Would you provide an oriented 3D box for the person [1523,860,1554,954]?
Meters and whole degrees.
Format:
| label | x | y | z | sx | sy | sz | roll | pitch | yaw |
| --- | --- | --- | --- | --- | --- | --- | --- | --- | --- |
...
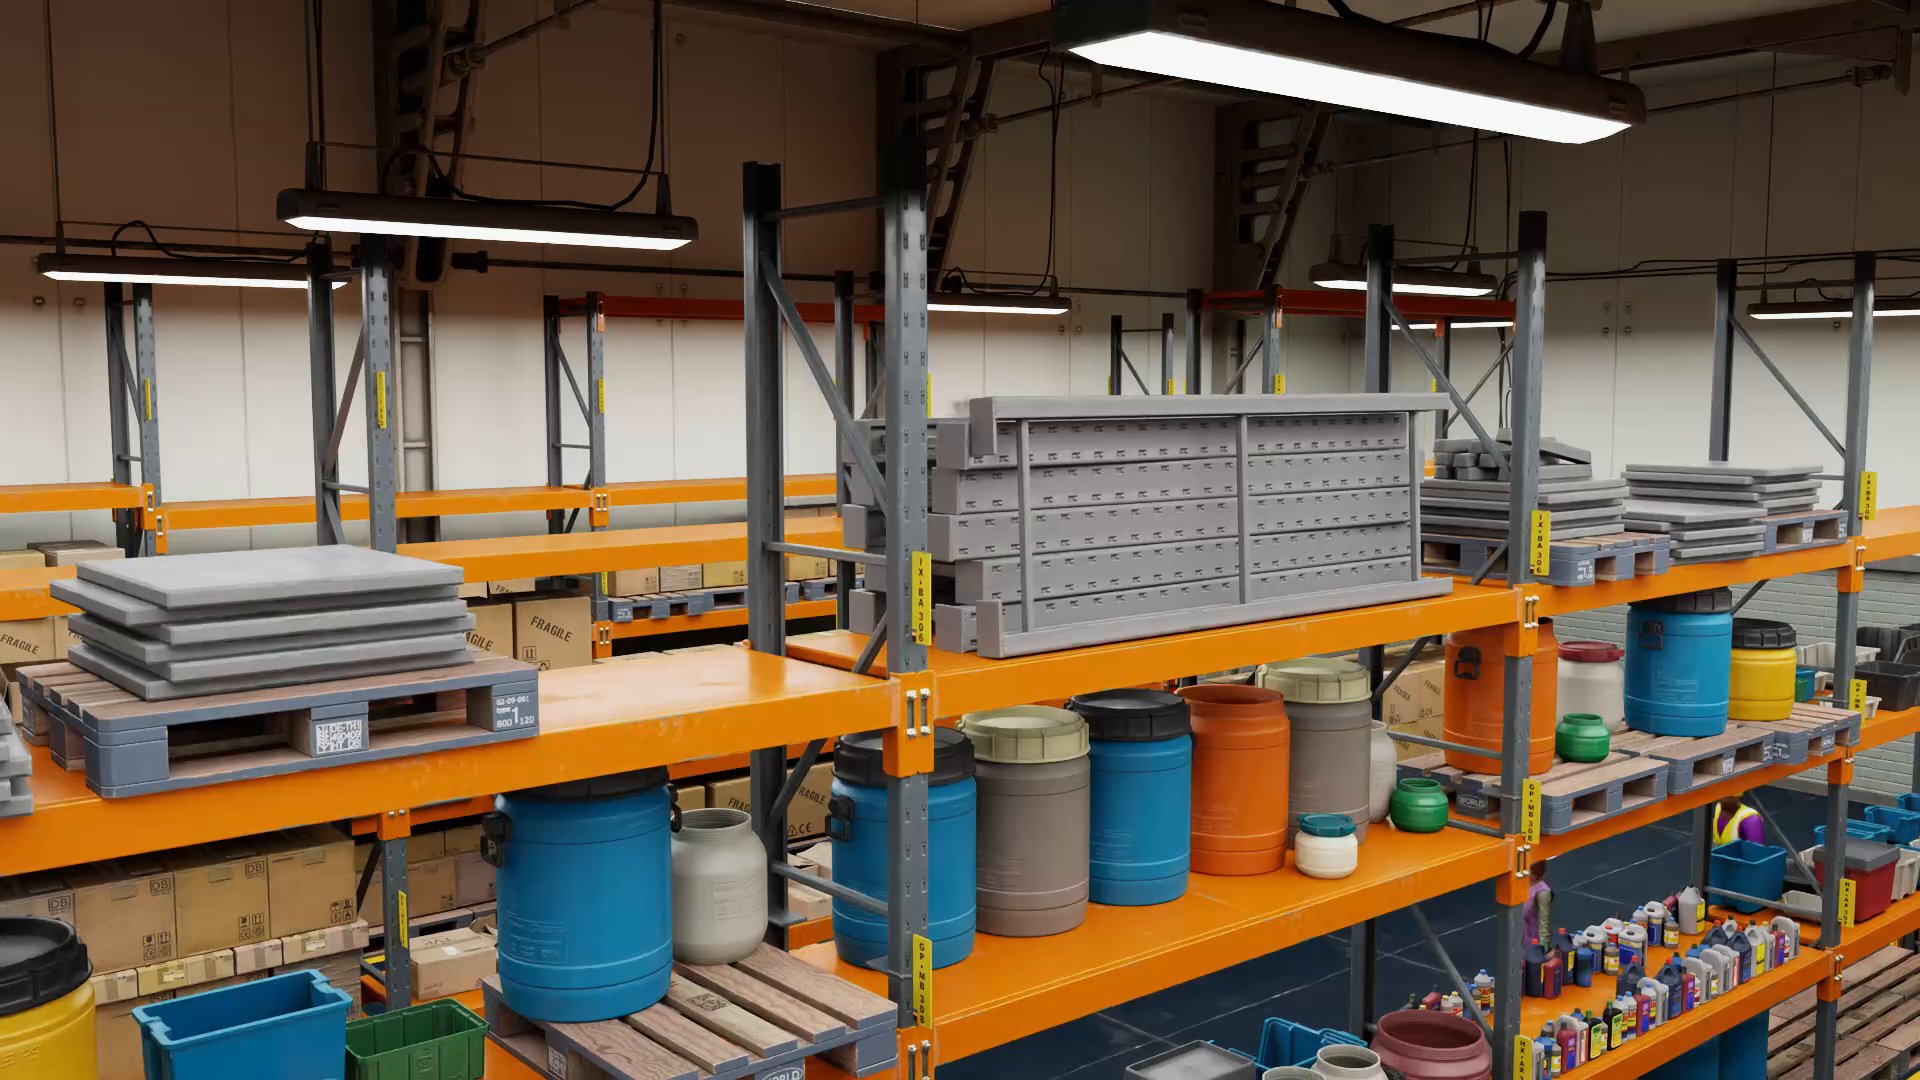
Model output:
| label | x | y | z | sx | sy | sz | roll | pitch | yaw |
| --- | --- | --- | --- | --- | --- | --- | --- | --- | --- |
| person | 4.392 | 3.150 | 12.758 | 0.424 | 1.606 | 0.535 | -1 | 6 | -13 |

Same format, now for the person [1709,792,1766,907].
| label | x | y | z | sx | sy | sz | roll | pitch | yaw |
| --- | --- | --- | --- | --- | --- | --- | --- | --- | --- |
| person | 6.884 | 2.901 | 14.609 | 0.919 | 1.714 | 0.658 | -2 | 6 | -24 |
